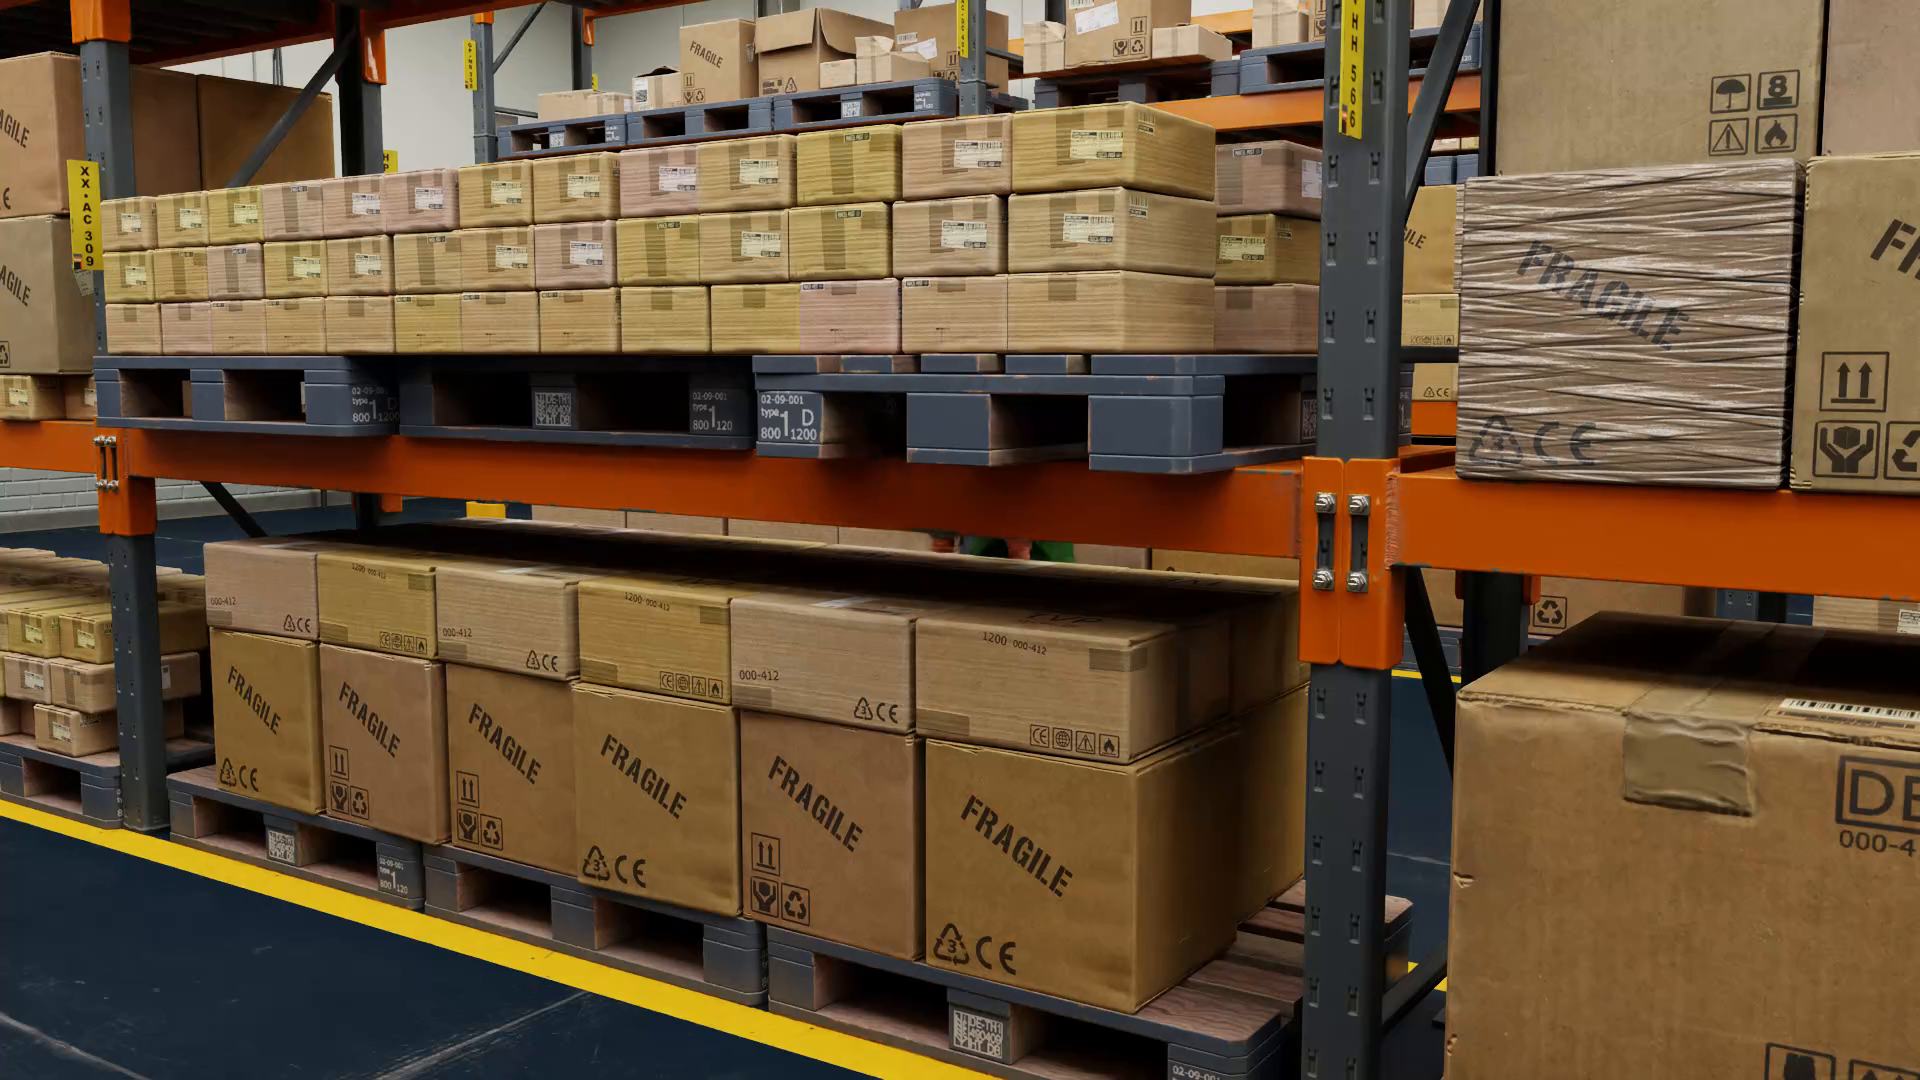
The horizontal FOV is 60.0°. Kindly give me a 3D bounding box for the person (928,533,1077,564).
[{"bbox_3d":[0.115,0.174,6.091,0.487,1.335,0.914,4,7,32],"label":"person"}]
